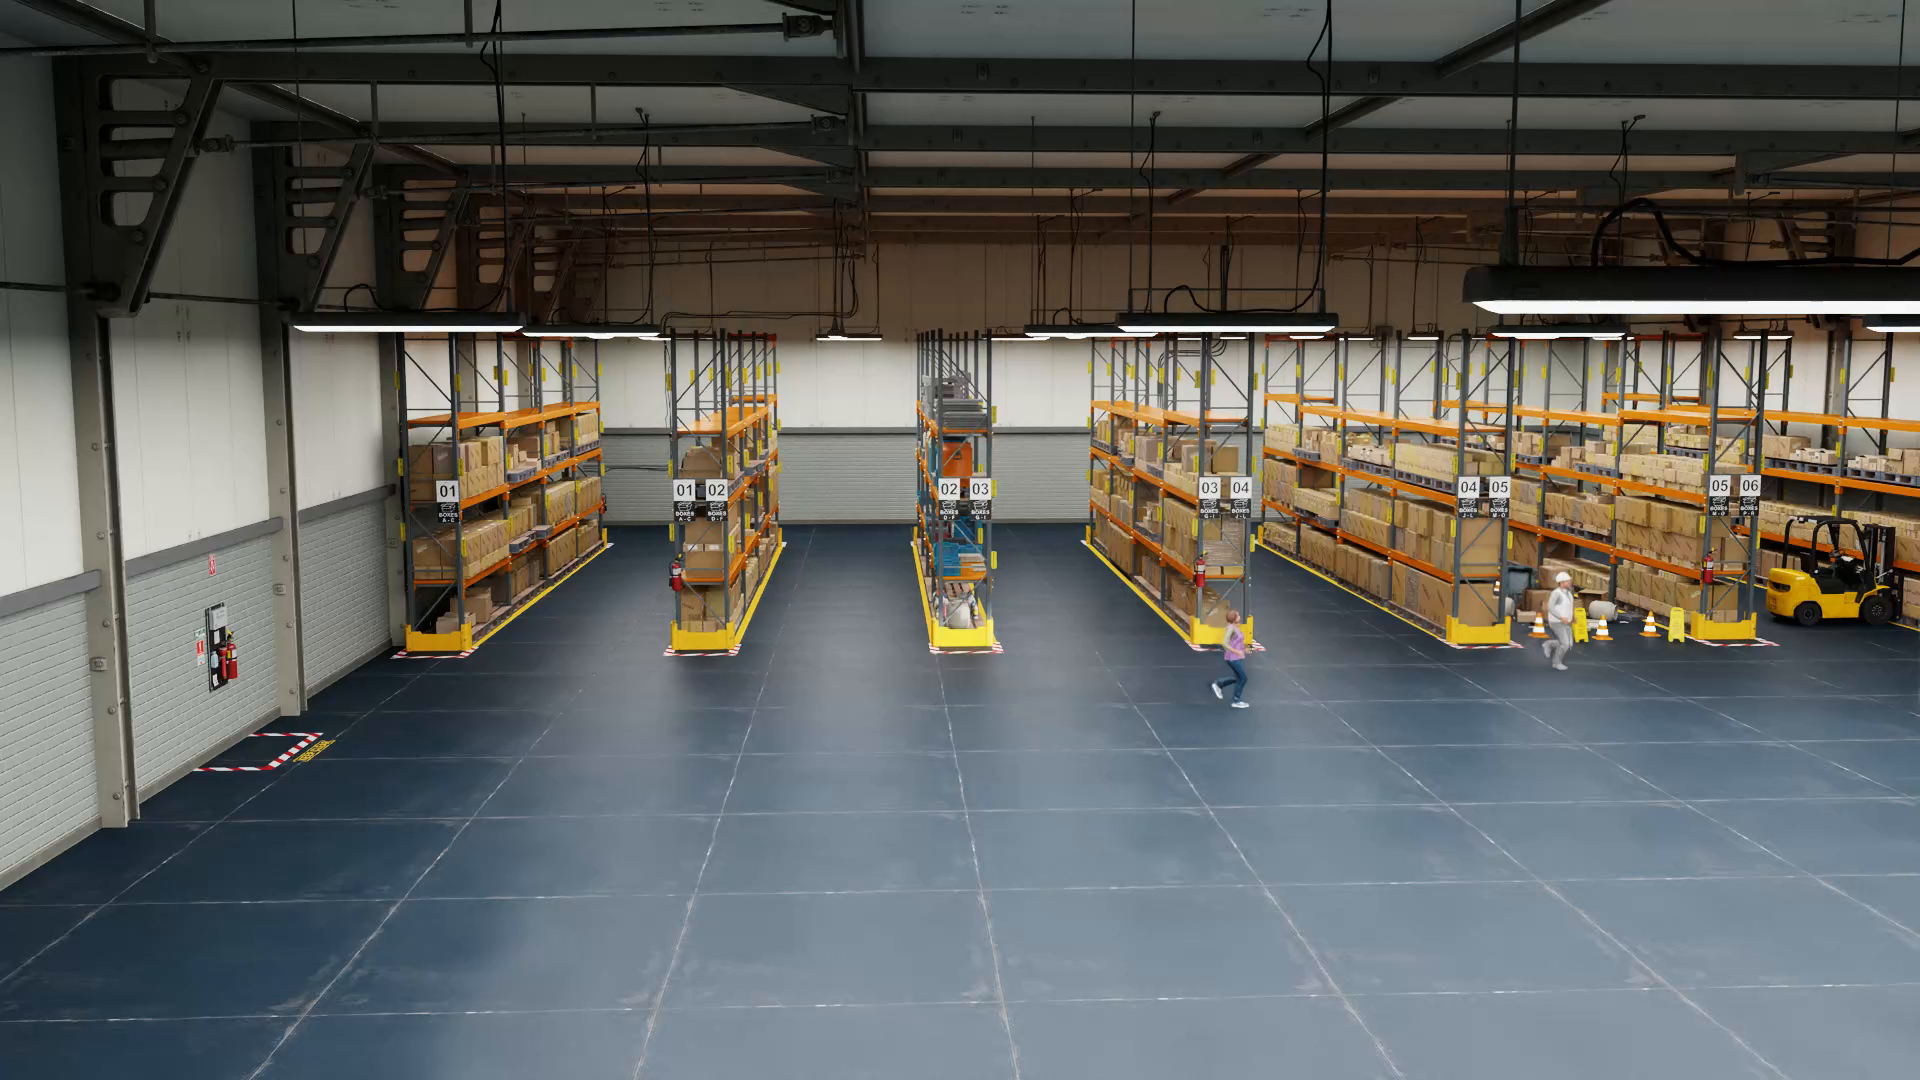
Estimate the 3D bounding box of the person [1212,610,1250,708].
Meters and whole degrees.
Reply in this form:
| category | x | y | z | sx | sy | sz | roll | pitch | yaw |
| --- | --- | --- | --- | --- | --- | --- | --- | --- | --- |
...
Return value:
| category | x | y | z | sx | sy | sz | roll | pitch | yaw |
| --- | --- | --- | --- | --- | --- | --- | --- | --- | --- |
| person | 4.272 | 1.867 | 26.235 | 0.608 | 1.549 | 0.538 | 2 | 7 | 20 |

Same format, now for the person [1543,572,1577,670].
| category | x | y | z | sx | sy | sz | roll | pitch | yaw |
| --- | --- | --- | --- | --- | --- | --- | --- | --- | --- |
| person | 10.569 | 1.420 | 29.402 | 0.644 | 1.724 | 0.620 | -7 | 9 | -44 |
